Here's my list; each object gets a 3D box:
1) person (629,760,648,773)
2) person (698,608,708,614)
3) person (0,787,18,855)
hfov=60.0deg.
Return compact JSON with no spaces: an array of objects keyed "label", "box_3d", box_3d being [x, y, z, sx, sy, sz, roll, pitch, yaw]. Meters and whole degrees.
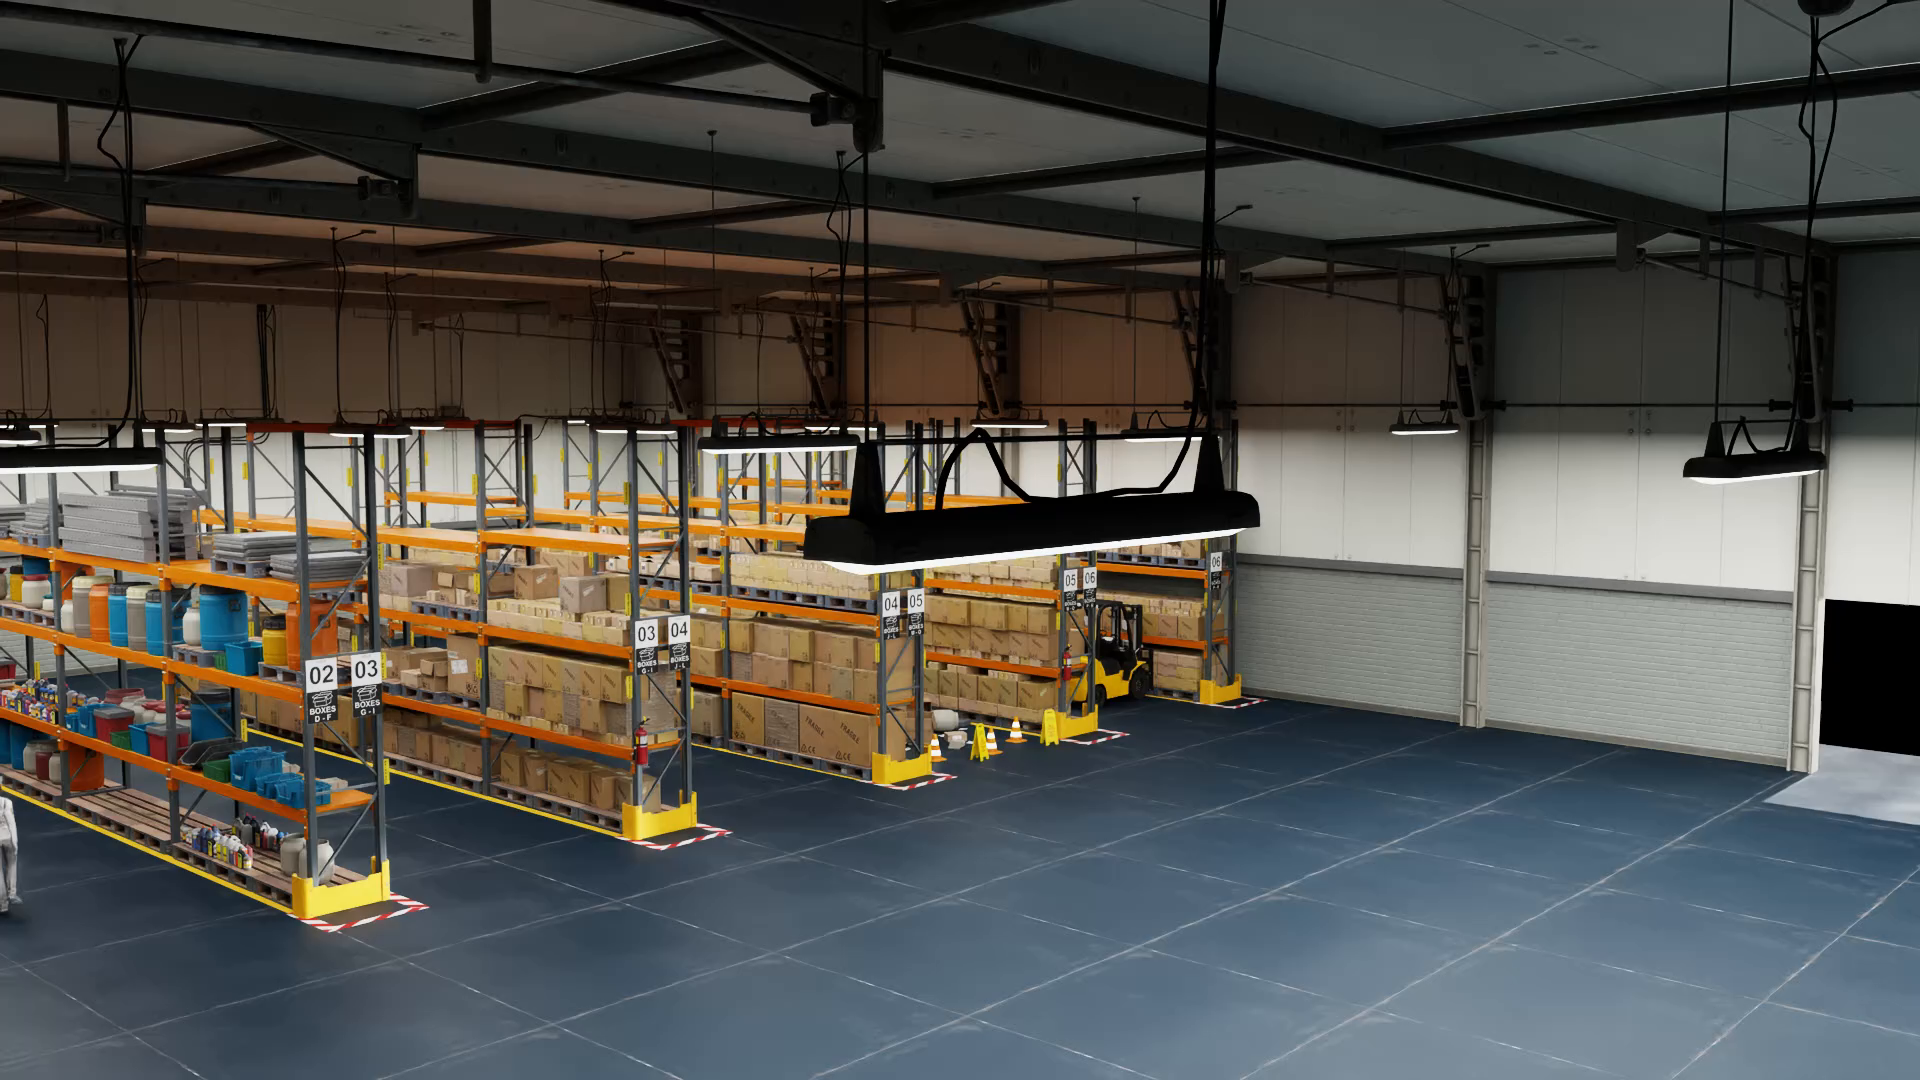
[{"label":"person","box_3d":[-5.617,3.169,28.397,0.519,1.667,0.457,-3,6,-36]},{"label":"person","box_3d":[-5.680,2.409,37.017,0.485,1.784,0.593,3,5,31]},{"label":"person","box_3d":[-12.050,3.483,20.755,0.459,0.973,0.394,-3,6,-35]}]
